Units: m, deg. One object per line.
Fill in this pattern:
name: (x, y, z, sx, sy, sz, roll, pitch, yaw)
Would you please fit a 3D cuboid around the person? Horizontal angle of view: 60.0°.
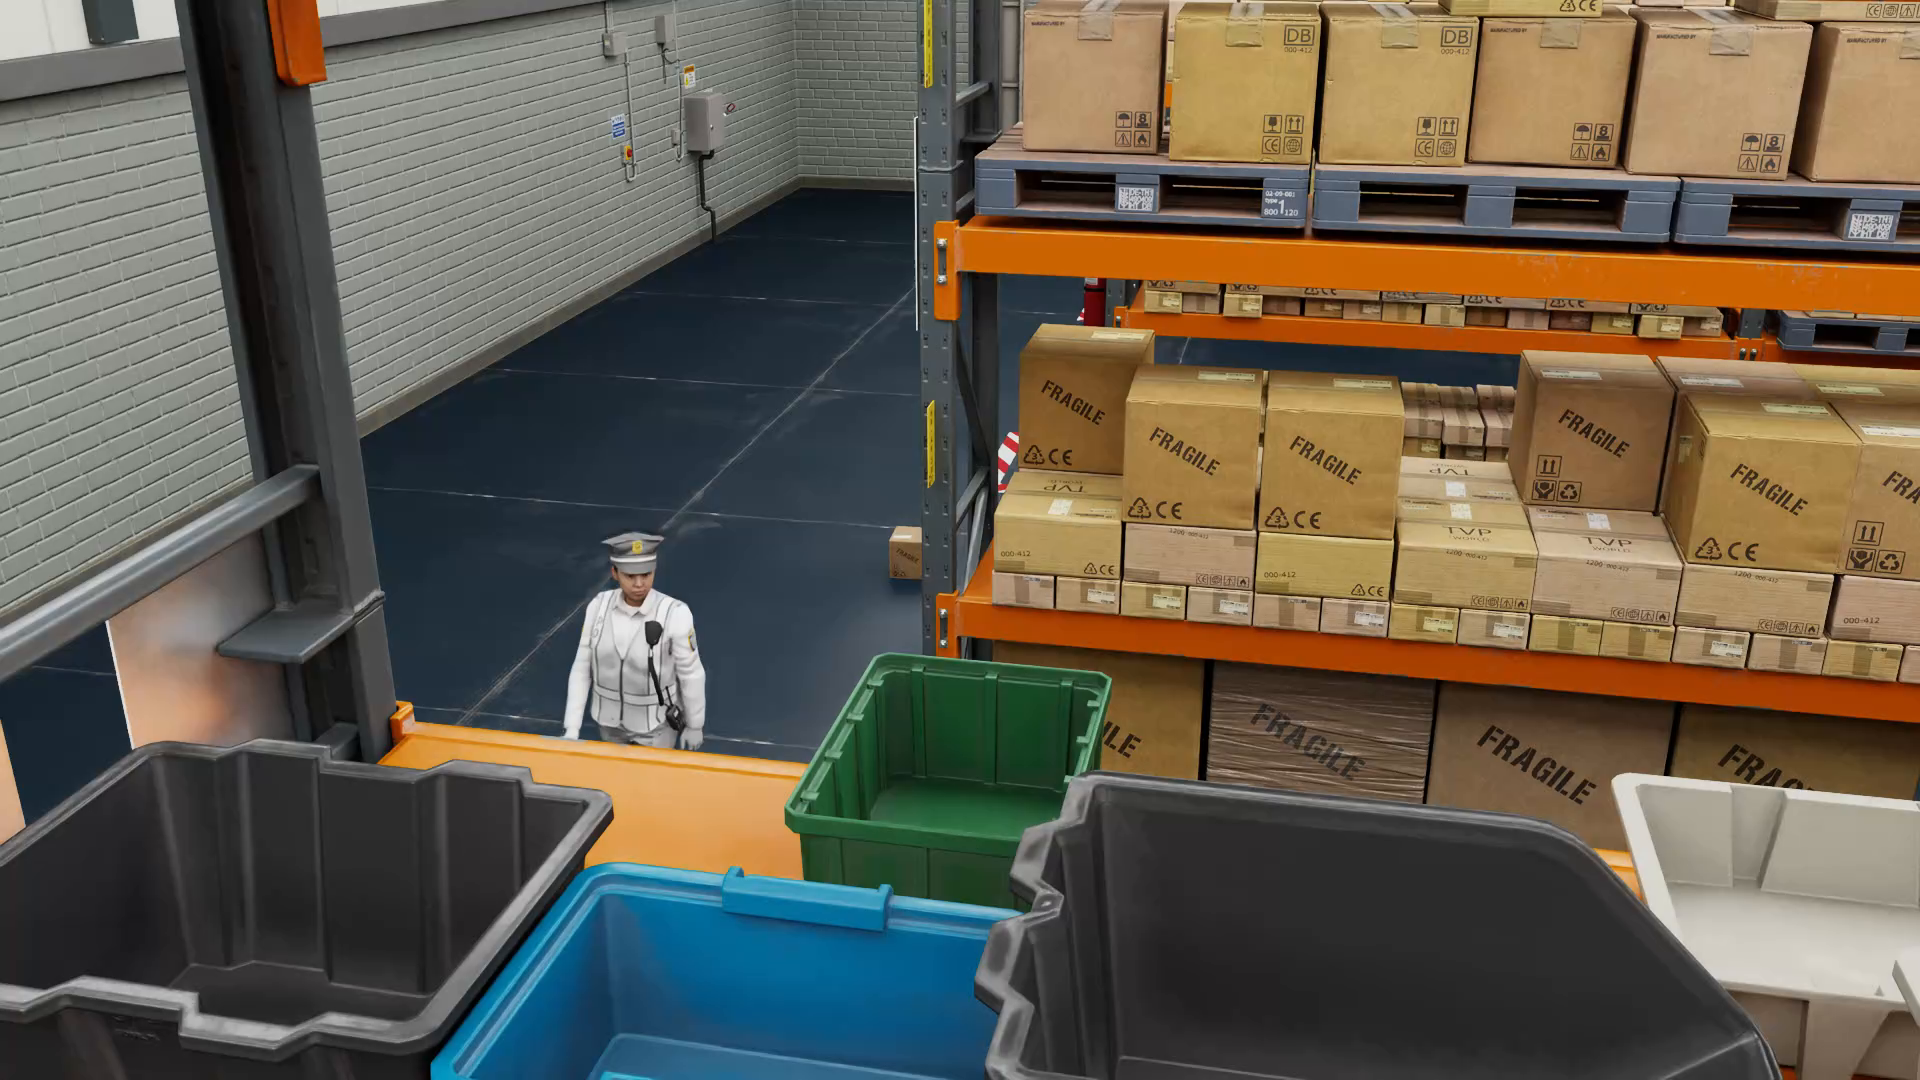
person: (-1.299, 0.746, 6.671, 0.502, 1.651, 0.861, 6, 23, 16)
